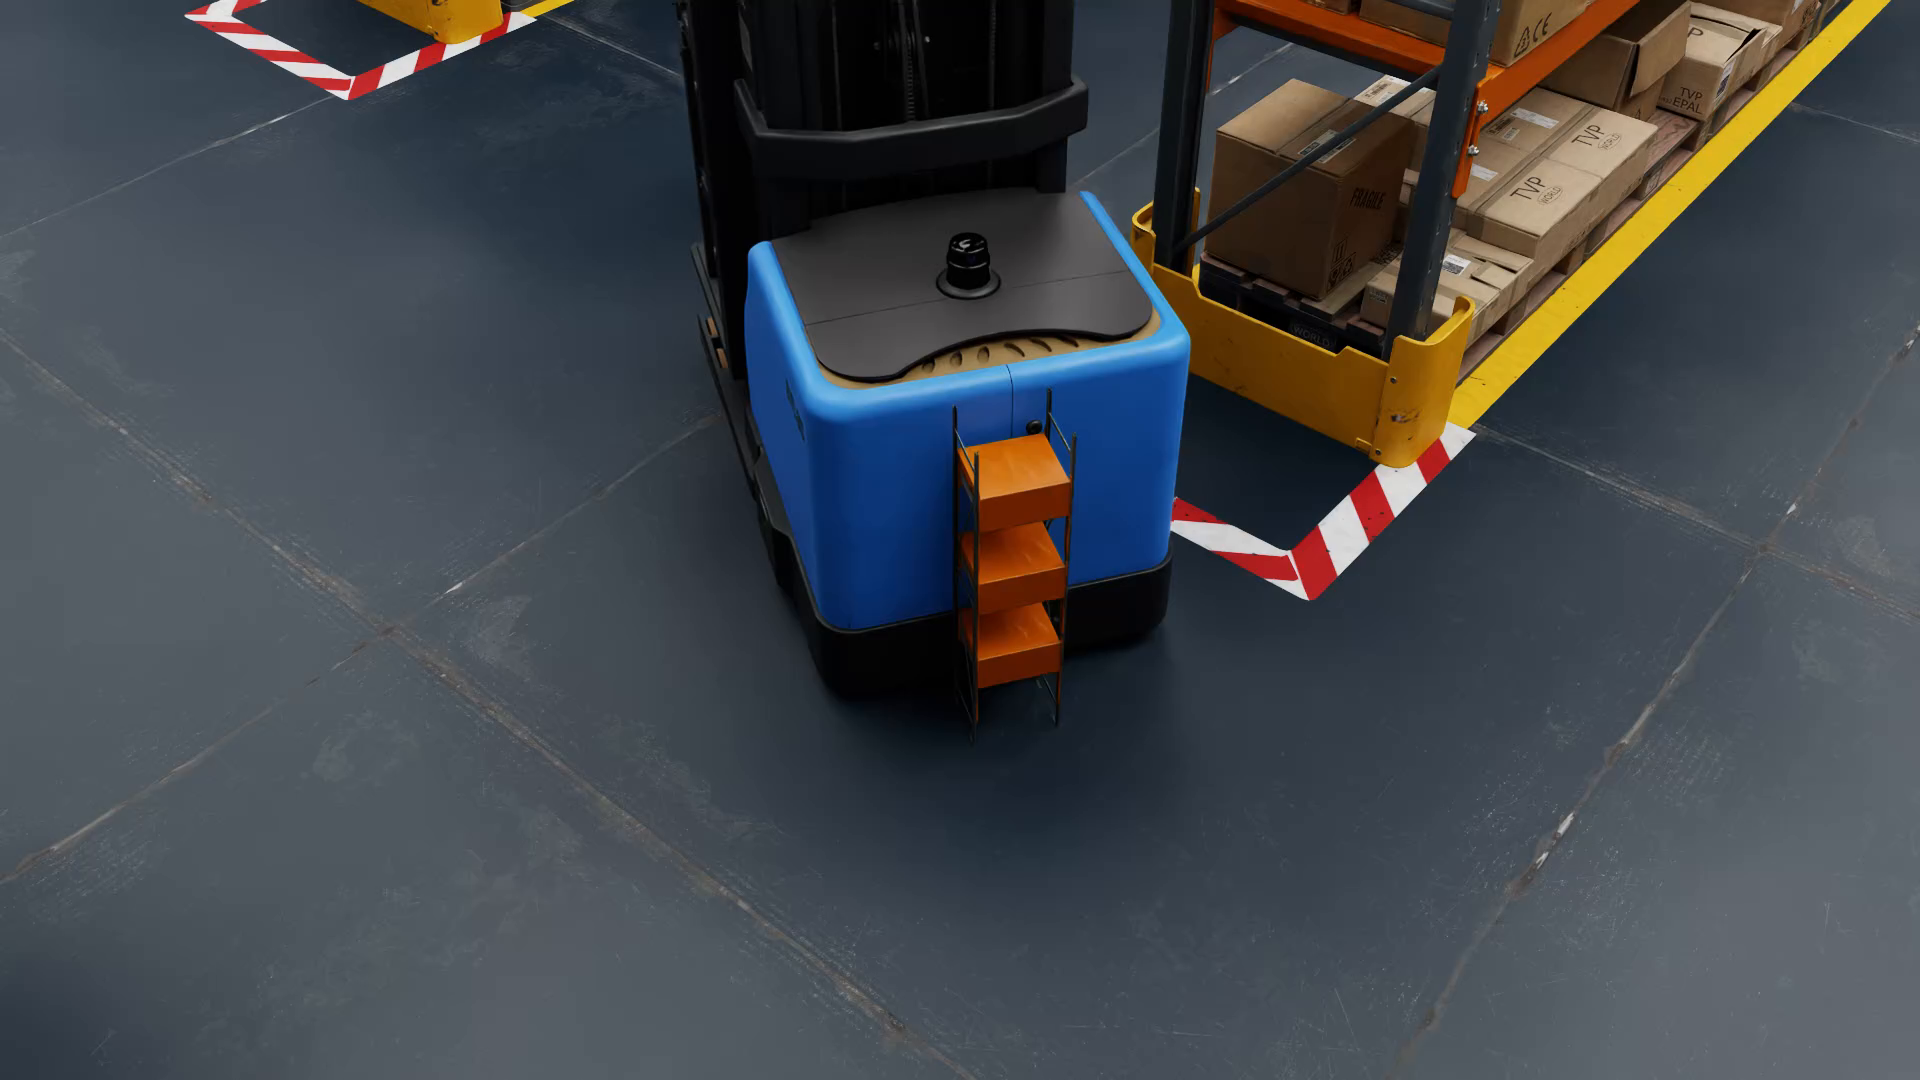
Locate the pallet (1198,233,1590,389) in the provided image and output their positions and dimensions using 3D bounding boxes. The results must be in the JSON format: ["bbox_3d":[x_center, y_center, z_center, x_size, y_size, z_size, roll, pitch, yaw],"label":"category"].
[{"bbox_3d":[1.636,-1.050,6.248,1.003,0.211,1.213,29,50,28],"label":"pallet"}]

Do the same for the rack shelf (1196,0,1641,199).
[{"bbox_3d":[2.361,-2.395,6.189,1.077,0.370,4.000,29,50,28],"label":"rack shelf"}]

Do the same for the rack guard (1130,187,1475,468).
[{"bbox_3d":[1.123,-0.746,5.699,1.175,0.500,0.348,29,50,28],"label":"rack guard"}]

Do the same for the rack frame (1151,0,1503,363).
[{"bbox_3d":[1.074,-1.631,4.815,1.000,3.000,0.127,29,50,28],"label":"rack frame"}]

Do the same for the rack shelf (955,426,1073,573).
[{"bbox_3d":[0.130,-0.102,4.175,0.240,0.259,0.215,-11,44,-12],"label":"rack shelf"}]

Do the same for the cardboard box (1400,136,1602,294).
[{"bbox_3d":[1.963,-1.192,6.048,0.500,0.250,0.500,29,50,28],"label":"cardboard box"}]

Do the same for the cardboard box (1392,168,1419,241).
[{"bbox_3d":[1.565,-1.302,6.231,0.380,0.166,0.250,29,50,28],"label":"cardboard box"}]

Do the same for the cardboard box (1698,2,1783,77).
[{"bbox_3d":[3.304,-2.164,7.192,0.380,0.149,0.250,29,50,28],"label":"cardboard box"}]

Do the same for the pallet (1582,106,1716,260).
[{"bbox_3d":[2.421,-1.675,6.936,1.003,0.211,1.213,29,50,28],"label":"pallet"}]

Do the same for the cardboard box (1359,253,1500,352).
[{"bbox_3d":[1.607,-0.806,5.699,0.380,0.149,0.250,29,50,28],"label":"cardboard box"}]

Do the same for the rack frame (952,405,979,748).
[{"bbox_3d":[0.013,0.124,4.333,0.008,1.050,0.200,-11,44,-12],"label":"rack frame"}]

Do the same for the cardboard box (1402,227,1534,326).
[{"bbox_3d":[1.768,-0.941,5.835,0.380,0.166,0.250,29,50,28],"label":"cardboard box"}]

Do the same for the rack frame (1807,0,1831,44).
[{"bbox_3d":[3.649,-3.691,7.080,1.000,3.000,0.127,29,50,28],"label":"rack frame"}]

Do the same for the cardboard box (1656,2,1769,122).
[{"bbox_3d":[3.016,-2.057,6.954,0.500,0.311,0.500,29,50,28],"label":"cardboard box"}]

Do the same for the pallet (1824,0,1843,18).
[{"bbox_3d":[4.143,-3.095,8.497,1.003,0.211,1.213,29,50,28],"label":"pallet"}]

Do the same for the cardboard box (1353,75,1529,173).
[{"bbox_3d":[1.870,-1.640,6.541,0.500,0.250,0.500,29,50,28],"label":"cardboard box"}]

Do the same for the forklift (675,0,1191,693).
[{"bbox_3d":[-0.298,-1.660,4.897,1.130,2.935,3.031,-11,43,-12],"label":"forklift"}]

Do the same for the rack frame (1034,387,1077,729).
[{"bbox_3d":[0.247,0.077,4.385,0.008,1.050,0.200,-11,44,-12],"label":"rack frame"}]

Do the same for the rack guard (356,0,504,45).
[{"bbox_3d":[-2.720,-2.835,7.996,1.175,0.500,0.348,29,50,28],"label":"rack guard"}]

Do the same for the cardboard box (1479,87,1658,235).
[{"bbox_3d":[2.285,-1.449,6.331,0.500,0.250,0.500,29,50,28],"label":"cardboard box"}]

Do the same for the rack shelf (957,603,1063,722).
[{"bbox_3d":[0.130,0.313,4.554,0.240,0.259,0.215,-11,44,-12],"label":"rack shelf"}]

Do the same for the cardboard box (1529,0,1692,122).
[{"bbox_3d":[2.443,-1.961,6.705,0.797,0.503,0.637,29,50,28],"label":"cardboard box"}]

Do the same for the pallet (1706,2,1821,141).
[{"bbox_3d":[3.206,-2.306,7.629,1.003,0.211,1.213,29,50,28],"label":"pallet"}]

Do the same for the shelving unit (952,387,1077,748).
[{"bbox_3d":[0.130,0.100,4.359,0.252,1.050,0.215,-11,44,-12],"label":"shelving unit"}]

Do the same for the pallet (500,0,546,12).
[{"bbox_3d":[-2.154,-3.154,8.562,1.003,0.211,1.213,29,50,28],"label":"pallet"}]

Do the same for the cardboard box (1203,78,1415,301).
[{"bbox_3d":[1.236,-1.256,5.933,0.500,0.500,0.500,29,50,28],"label":"cardboard box"}]

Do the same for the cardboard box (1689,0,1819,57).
[{"bbox_3d":[3.499,-2.513,7.315,0.500,0.500,0.500,29,50,28],"label":"cardboard box"}]

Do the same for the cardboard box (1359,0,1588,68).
[{"bbox_3d":[1.562,-1.783,4.907,0.500,0.500,0.500,31,50,29],"label":"cardboard box"}]

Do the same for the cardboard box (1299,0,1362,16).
[{"bbox_3d":[1.154,-2.017,5.164,0.500,0.500,0.500,31,51,30],"label":"cardboard box"}]

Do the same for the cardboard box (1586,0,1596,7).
[{"bbox_3d":[1.890,-2.051,5.201,0.500,0.500,0.500,29,50,28],"label":"cardboard box"}]

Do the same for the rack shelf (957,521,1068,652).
[{"bbox_3d":[0.130,0.108,4.366,0.240,0.259,0.215,-11,44,-12],"label":"rack shelf"}]
